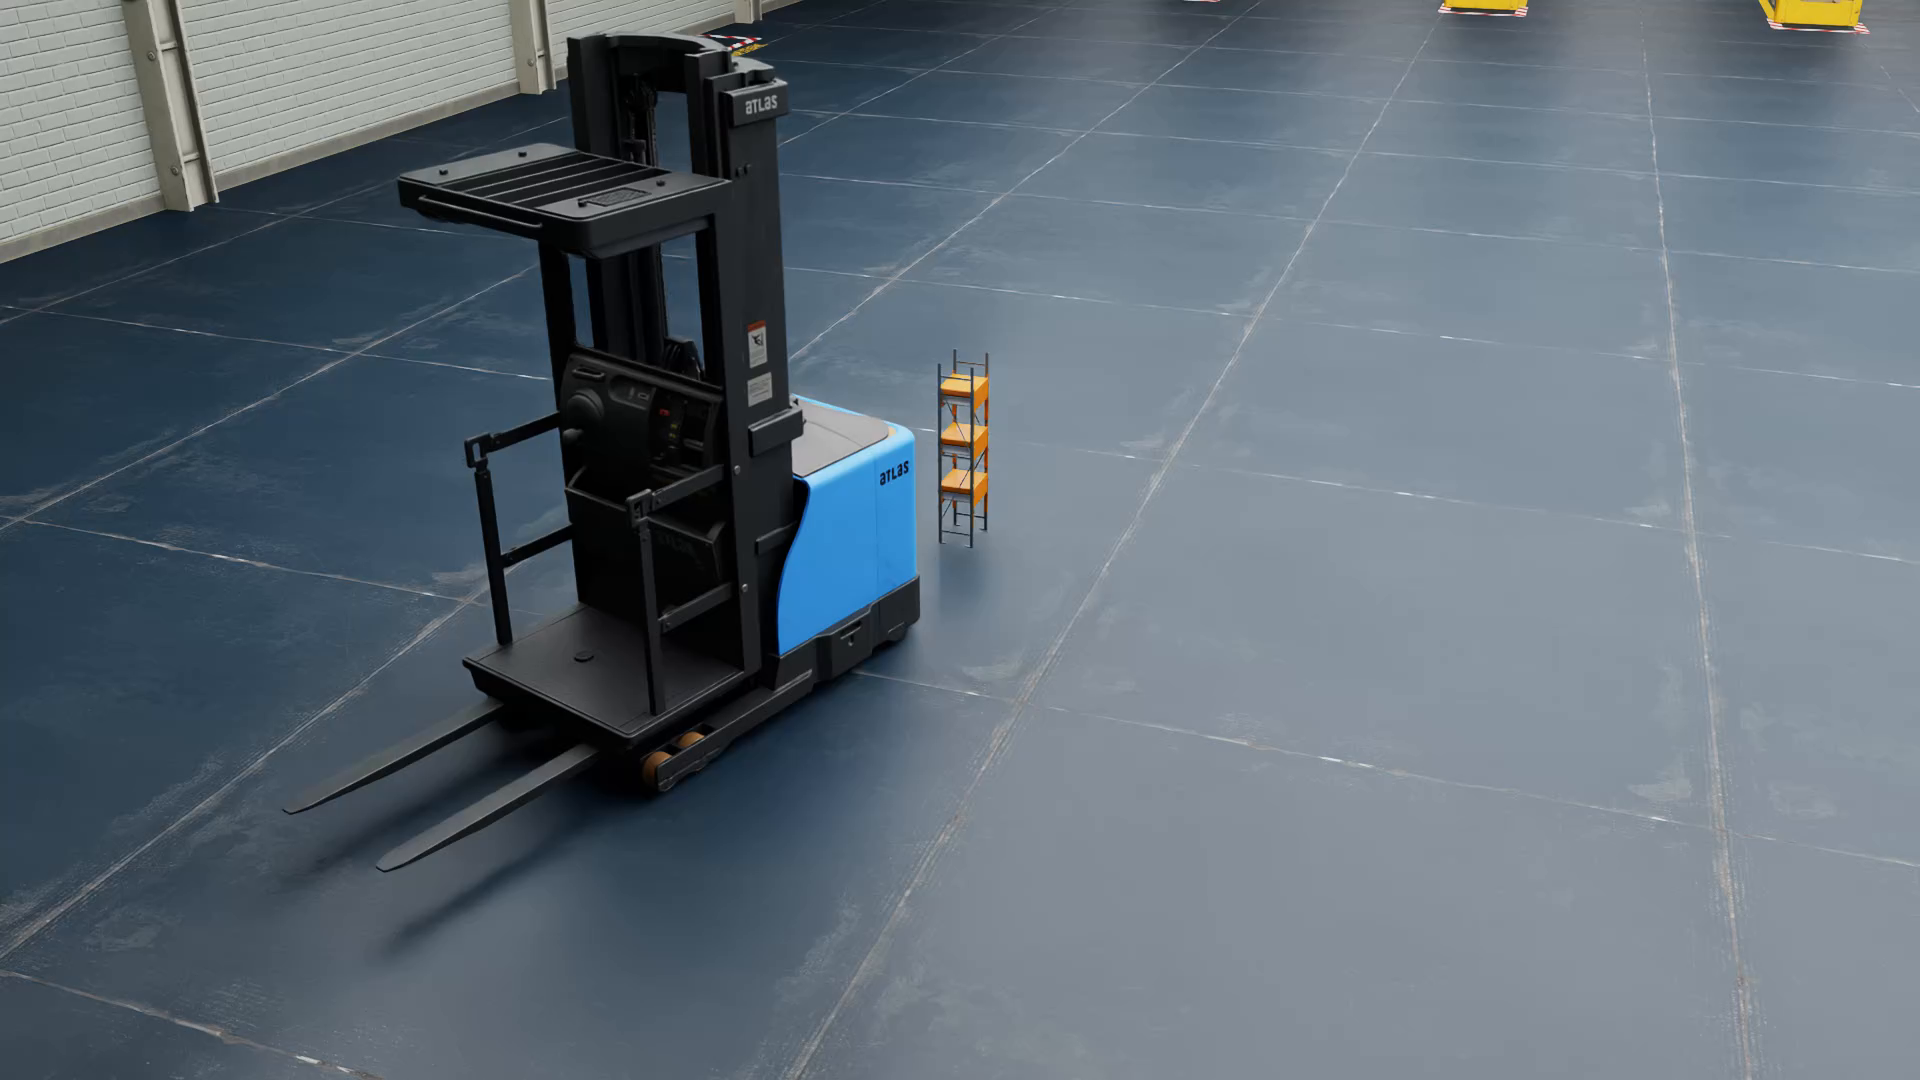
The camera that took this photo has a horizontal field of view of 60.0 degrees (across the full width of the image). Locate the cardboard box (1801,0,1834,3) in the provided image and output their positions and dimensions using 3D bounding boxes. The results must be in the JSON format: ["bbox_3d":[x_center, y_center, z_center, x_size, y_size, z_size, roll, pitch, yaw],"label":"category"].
[{"bbox_3d":[13.495,-8.687,26.135,0.500,0.500,0.500,14,29,27],"label":"cardboard box"}]

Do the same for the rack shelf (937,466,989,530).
[{"bbox_3d":[0.018,-0.235,9.192,0.215,0.259,0.240,9,27,17],"label":"rack shelf"}]

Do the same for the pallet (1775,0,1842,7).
[{"bbox_3d":[13.600,-8.473,26.508,1.003,0.211,1.213,9,27,17],"label":"pallet"}]

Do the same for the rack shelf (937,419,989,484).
[{"bbox_3d":[0.018,-0.485,9.071,0.215,0.259,0.240,9,27,17],"label":"rack shelf"}]

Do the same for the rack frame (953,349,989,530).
[{"bbox_3d":[0.058,-0.545,9.170,0.200,1.050,0.008,9,27,17],"label":"rack frame"}]

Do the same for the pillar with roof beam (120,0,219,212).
[{"bbox_3d":[-3.255,-6.615,12.587,9.100,9.000,0.400,9,27,17],"label":"pillar with roof beam"}]

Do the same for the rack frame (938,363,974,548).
[{"bbox_3d":[-0.023,-0.444,8.963,0.200,1.050,0.008,9,27,17],"label":"rack frame"}]

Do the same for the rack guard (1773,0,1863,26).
[{"bbox_3d":[13.297,-8.275,25.766,1.175,0.500,0.348,9,27,17],"label":"rack guard"}]

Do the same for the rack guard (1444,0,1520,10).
[{"bbox_3d":[8.582,-9.000,27.264,1.175,0.500,0.348,9,27,17],"label":"rack guard"}]

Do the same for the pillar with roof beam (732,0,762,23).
[{"bbox_3d":[0.739,-11.547,22.772,9.100,9.000,0.400,9,27,17],"label":"pillar with roof beam"}]

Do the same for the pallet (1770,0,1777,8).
[{"bbox_3d":[14.008,-8.973,27.540,1.003,0.211,1.213,9,27,17],"label":"pallet"}]

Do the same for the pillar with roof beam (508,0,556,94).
[{"bbox_3d":[-1.258,-9.081,17.679,9.100,9.000,0.400,9,27,17],"label":"pillar with roof beam"}]

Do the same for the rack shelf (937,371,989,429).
[{"bbox_3d":[0.018,-0.740,8.948,0.215,0.259,0.240,9,27,17],"label":"rack shelf"}]

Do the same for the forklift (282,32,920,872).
[{"bbox_3d":[-1.491,-0.497,6.912,1.130,2.935,3.031,18,31,33],"label":"forklift"}]

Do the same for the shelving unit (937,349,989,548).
[{"bbox_3d":[0.018,-0.495,9.067,0.215,1.050,0.252,9,27,17],"label":"shelving unit"}]
